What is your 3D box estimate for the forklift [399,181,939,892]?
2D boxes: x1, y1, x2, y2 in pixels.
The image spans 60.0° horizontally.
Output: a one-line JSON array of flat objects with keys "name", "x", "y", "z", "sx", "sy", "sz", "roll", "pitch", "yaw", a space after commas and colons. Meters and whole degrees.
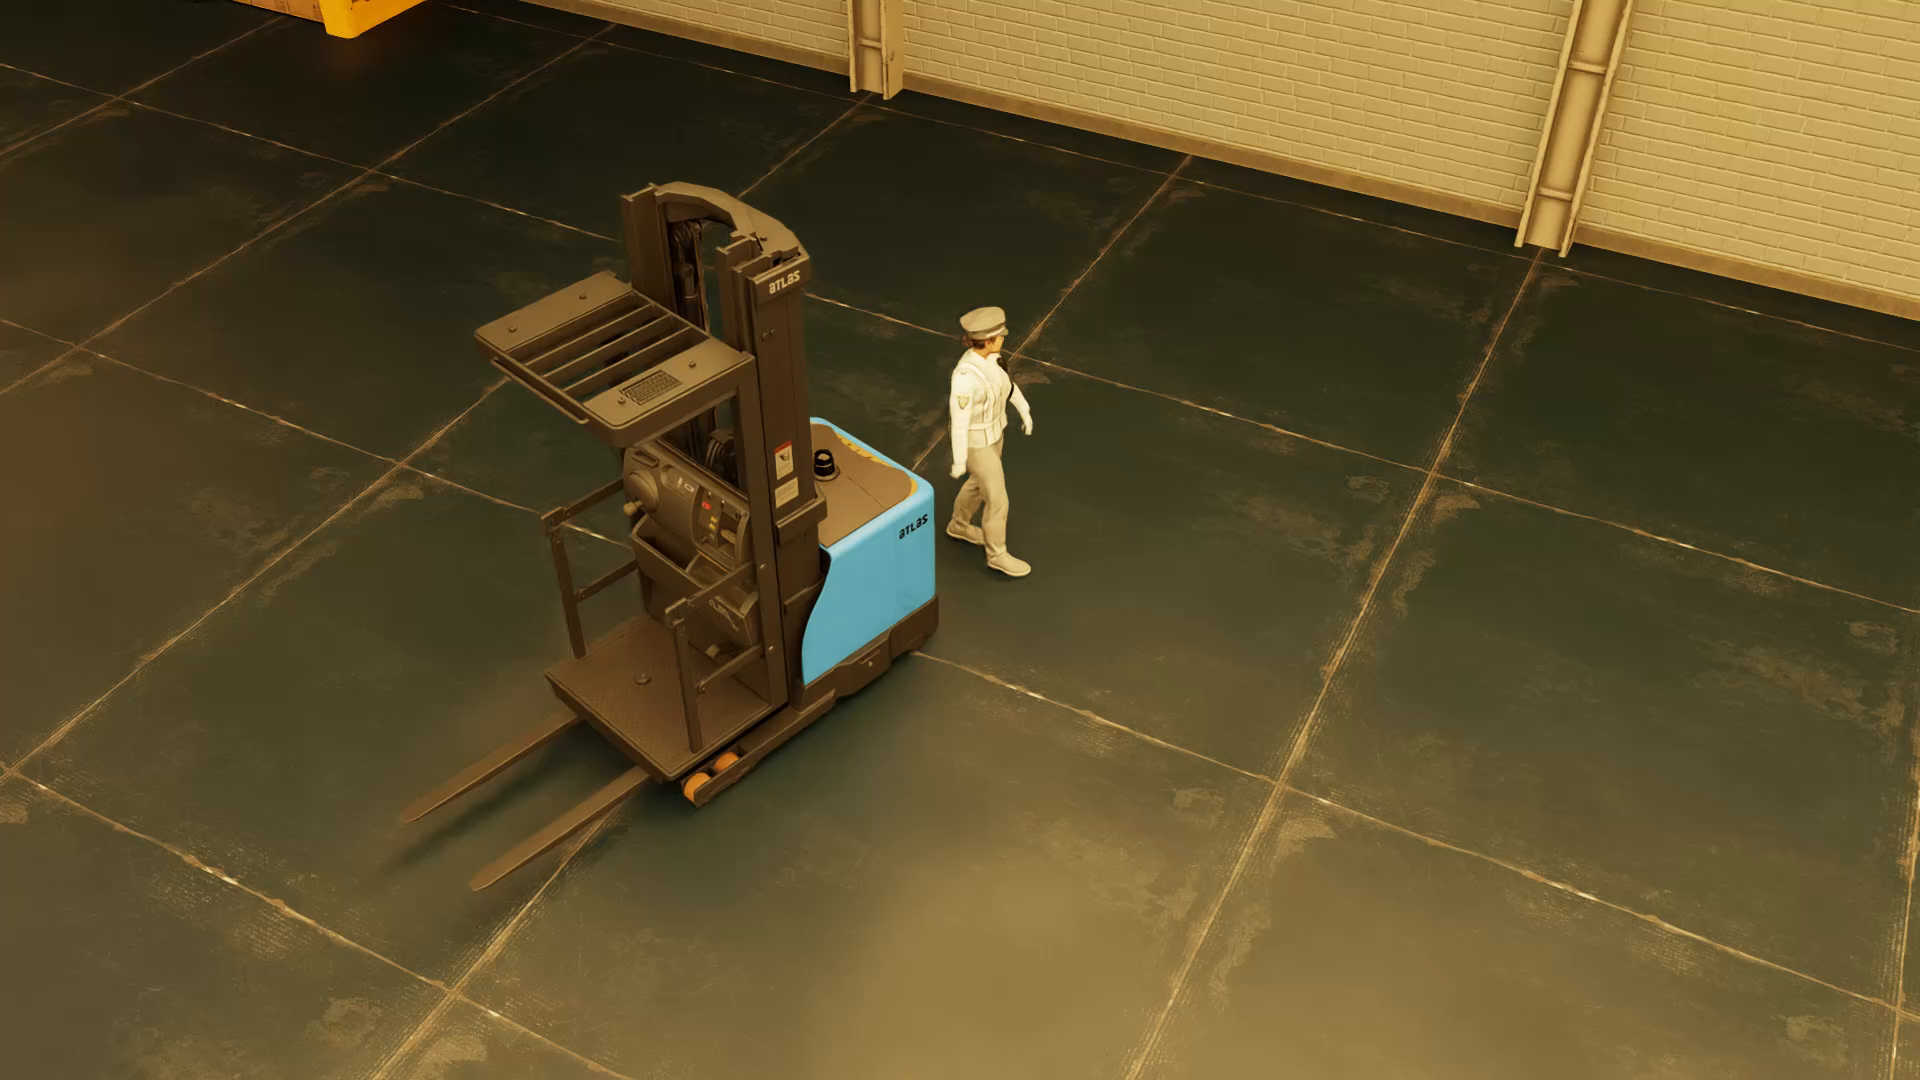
[{"name": "forklift", "x": -1.508, "y": -0.125, "z": 8.135, "sx": 1.130, "sy": 2.935, "sz": 3.031, "roll": 32, "pitch": 49, "yaw": 32}]

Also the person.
[{"name": "person", "x": 0.197, "y": -0.590, "z": 9.692, "sx": 0.609, "sy": 1.643, "sz": 0.615, "roll": 12, "pitch": 42, "yaw": 14}]
